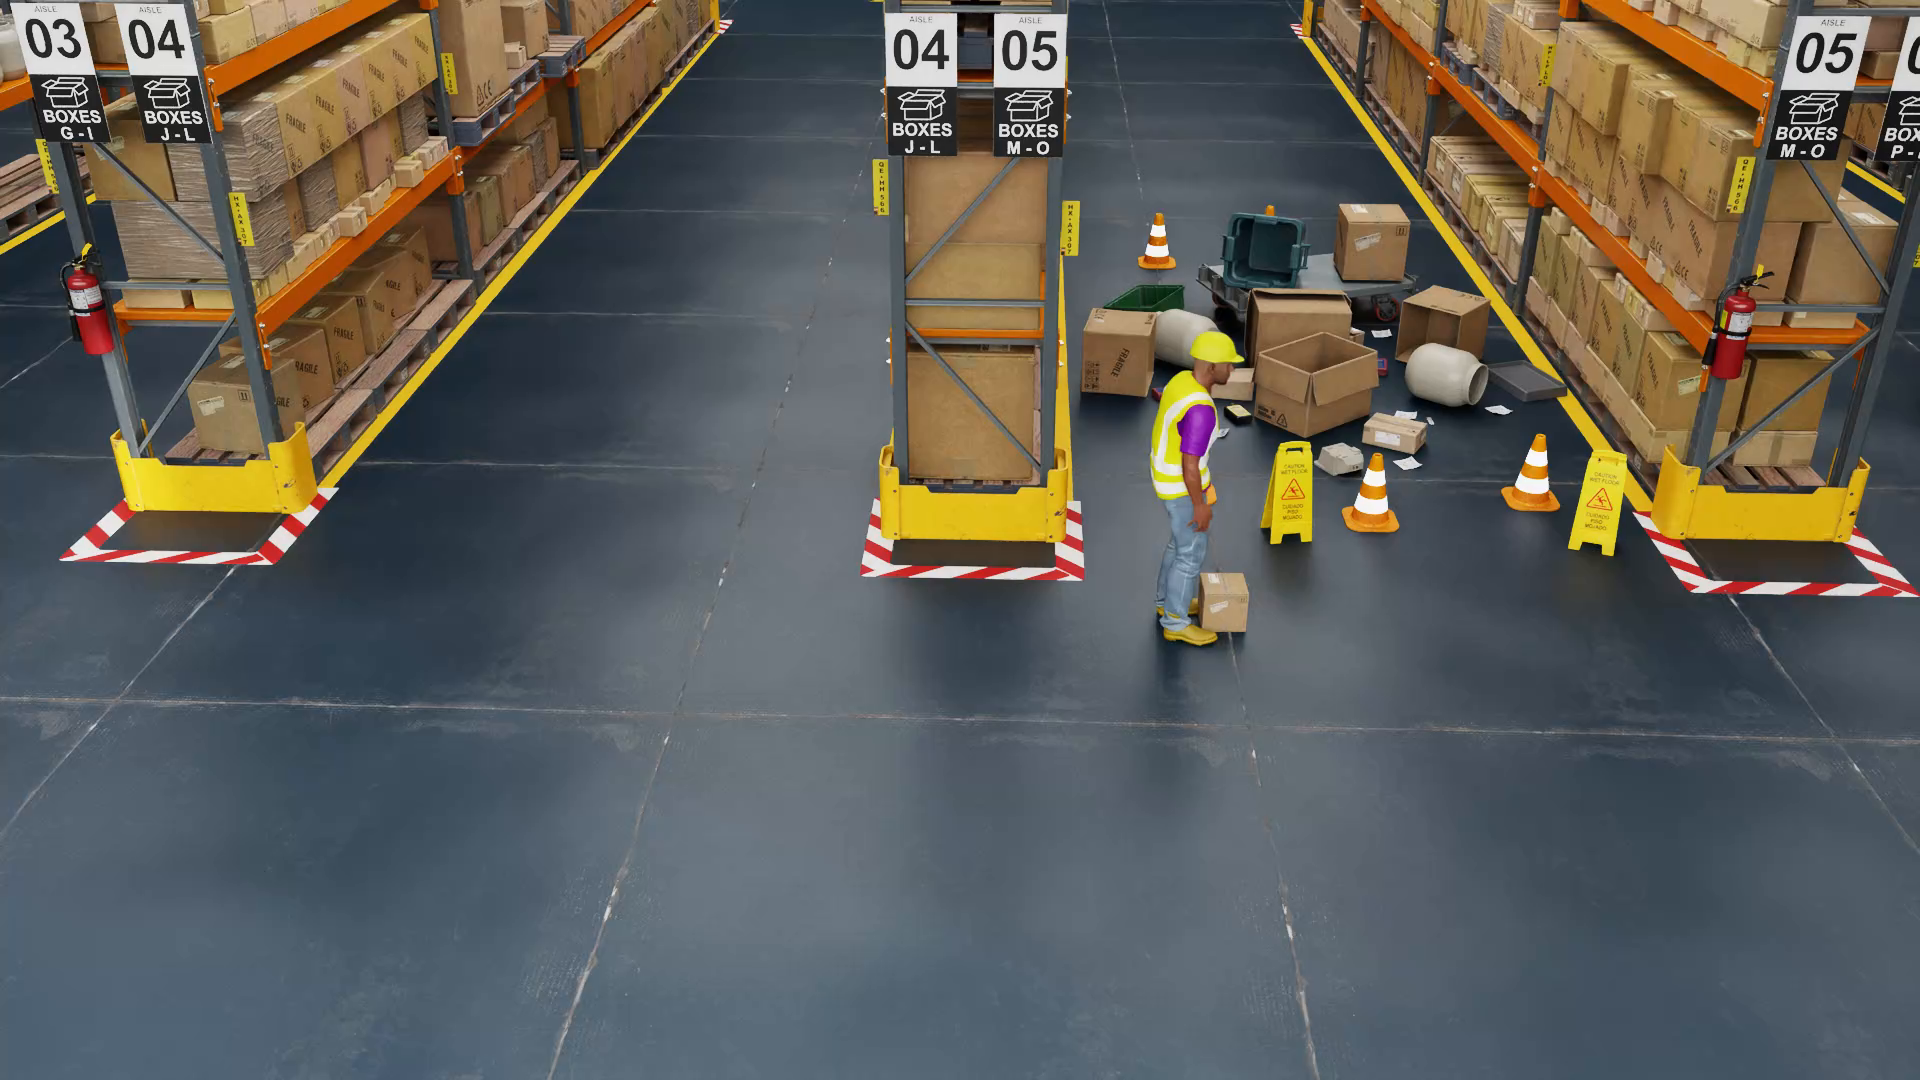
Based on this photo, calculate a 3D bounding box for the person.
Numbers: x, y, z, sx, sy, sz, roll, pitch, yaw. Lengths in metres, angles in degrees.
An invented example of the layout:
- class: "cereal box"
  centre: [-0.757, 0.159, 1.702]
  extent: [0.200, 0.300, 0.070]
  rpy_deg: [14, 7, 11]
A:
- class: "person"
  centre: [1.284, -0.309, 9.187]
  extent: [0.462, 1.760, 0.632]
  rpy_deg: [0, 28, 1]
